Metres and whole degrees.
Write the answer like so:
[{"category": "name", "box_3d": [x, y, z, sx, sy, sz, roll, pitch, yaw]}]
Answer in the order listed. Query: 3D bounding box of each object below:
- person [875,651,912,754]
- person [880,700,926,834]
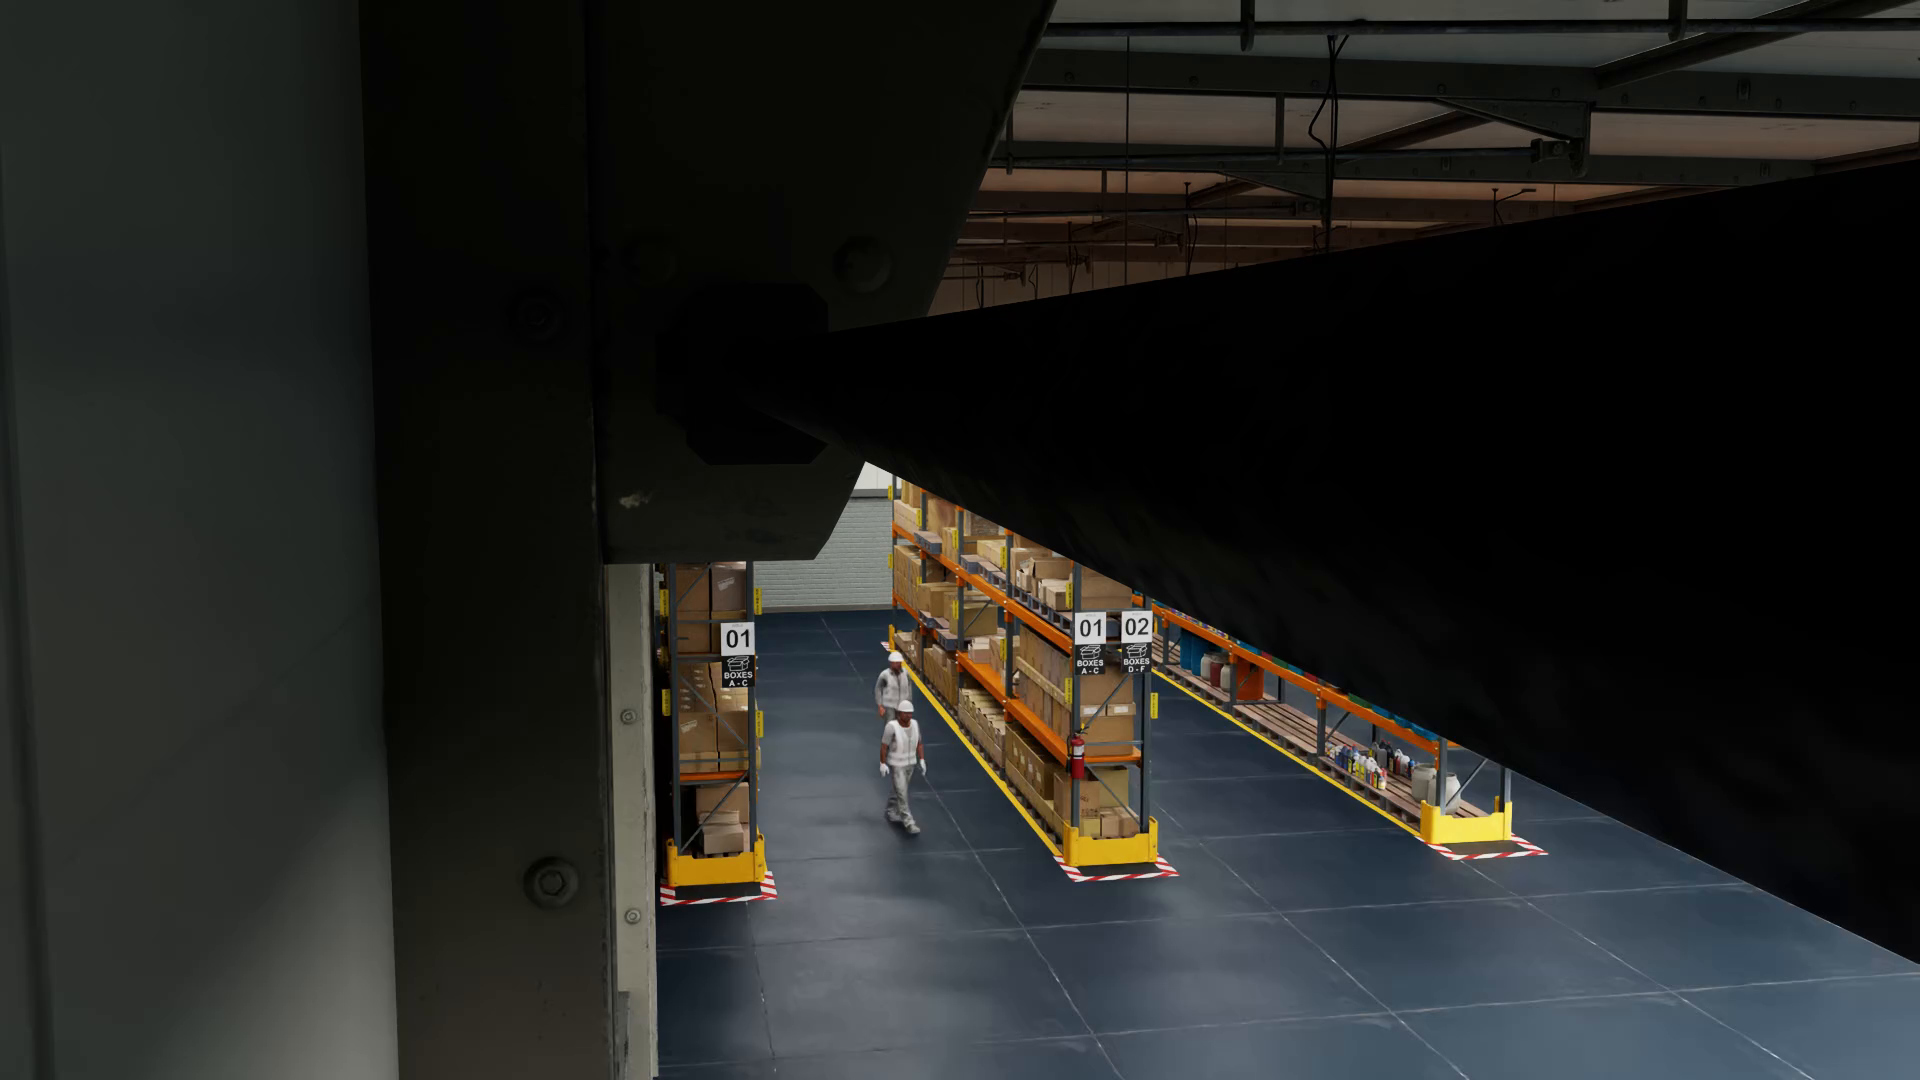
[{"category": "person", "box_3d": [-1.072, 2.617, 26.396, 0.632, 1.758, 0.612, -3, 7, -27]}, {"category": "person", "box_3d": [-0.730, 3.018, 22.429, 0.574, 1.721, 1.031, -6, 8, -43]}]
